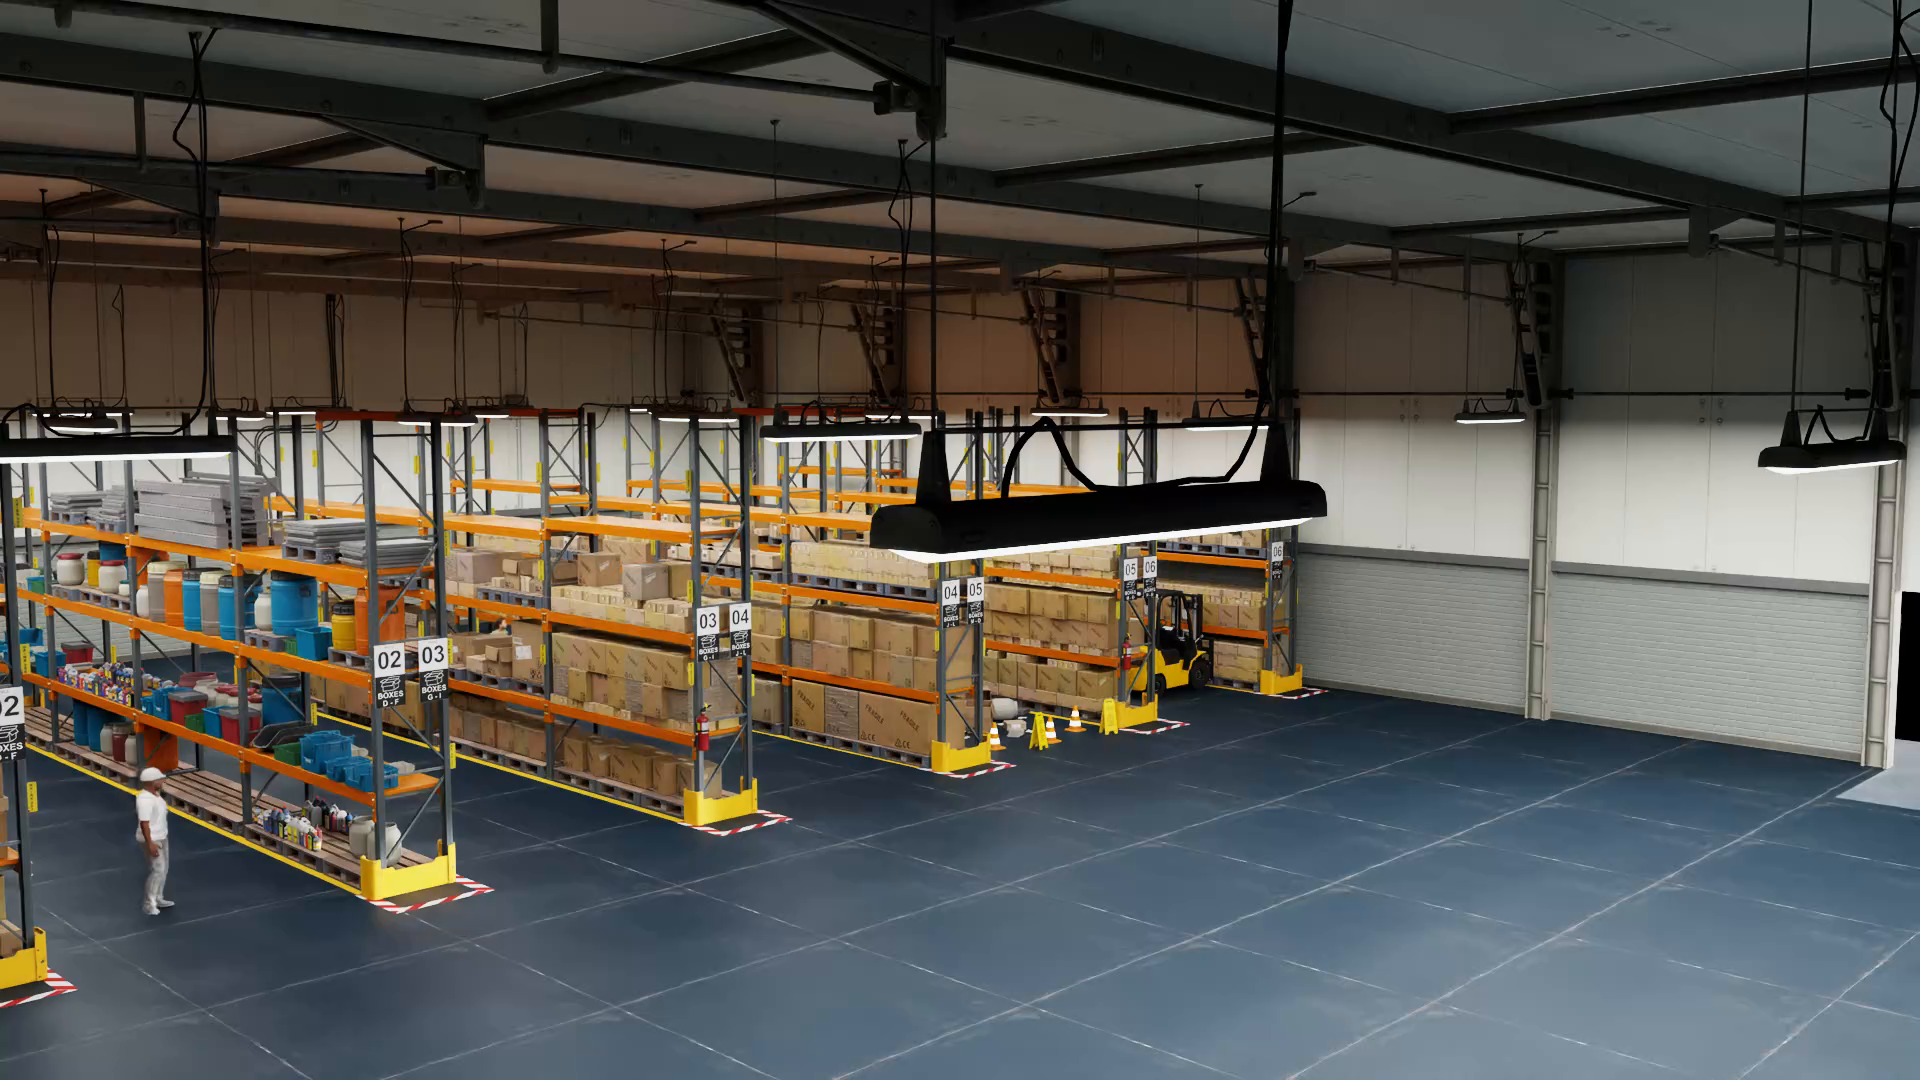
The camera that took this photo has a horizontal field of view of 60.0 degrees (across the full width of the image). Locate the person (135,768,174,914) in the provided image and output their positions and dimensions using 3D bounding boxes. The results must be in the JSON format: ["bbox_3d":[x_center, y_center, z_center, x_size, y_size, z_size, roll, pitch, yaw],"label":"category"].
[{"bbox_3d":[-9.884,3.691,20.395,0.394,1.828,0.619,0,5,-4],"label":"person"}]

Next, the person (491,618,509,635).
[{"bbox_3d":[-9.611,2.442,34.836,0.982,1.649,0.608,5,7,45],"label":"person"}]
